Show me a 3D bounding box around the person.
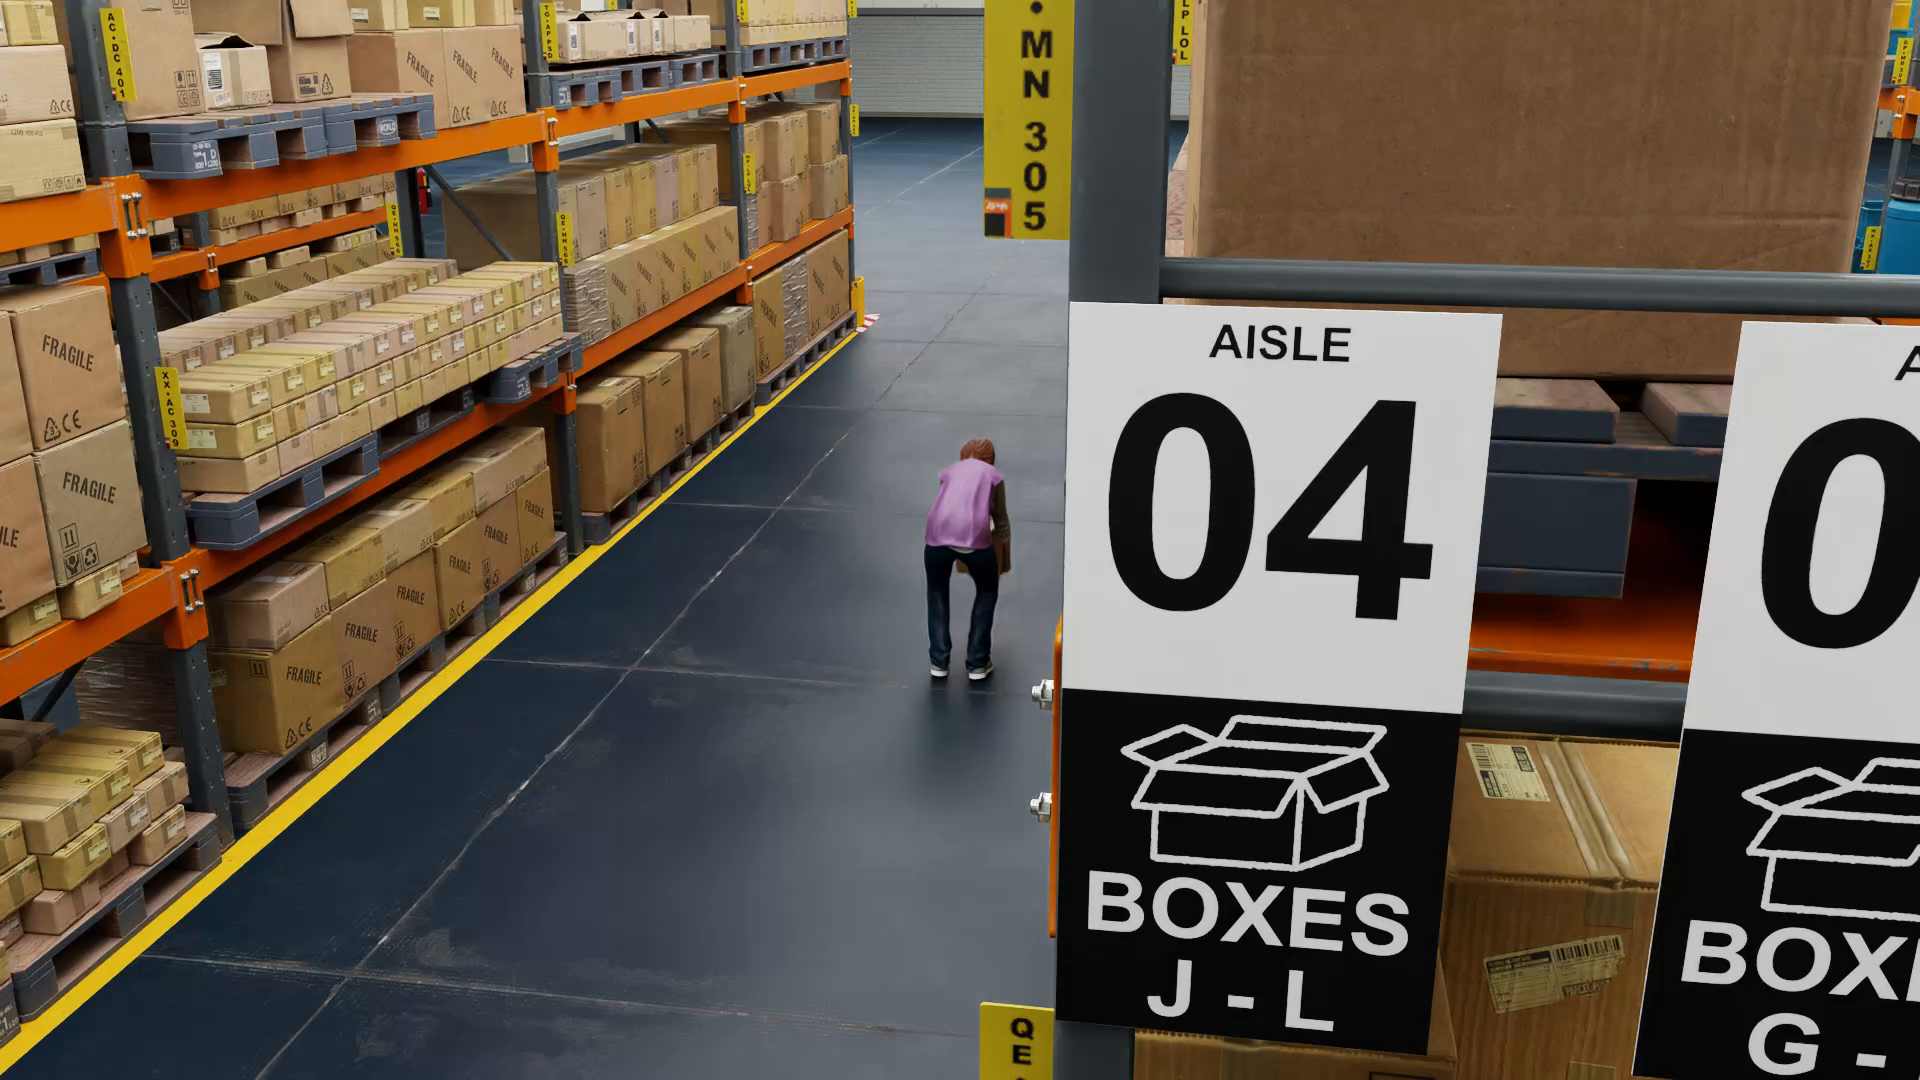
[{"bbox_3d":[0.044,0.098,8.941,0.413,1.184,0.826,3,18,9],"label":"person"}]
